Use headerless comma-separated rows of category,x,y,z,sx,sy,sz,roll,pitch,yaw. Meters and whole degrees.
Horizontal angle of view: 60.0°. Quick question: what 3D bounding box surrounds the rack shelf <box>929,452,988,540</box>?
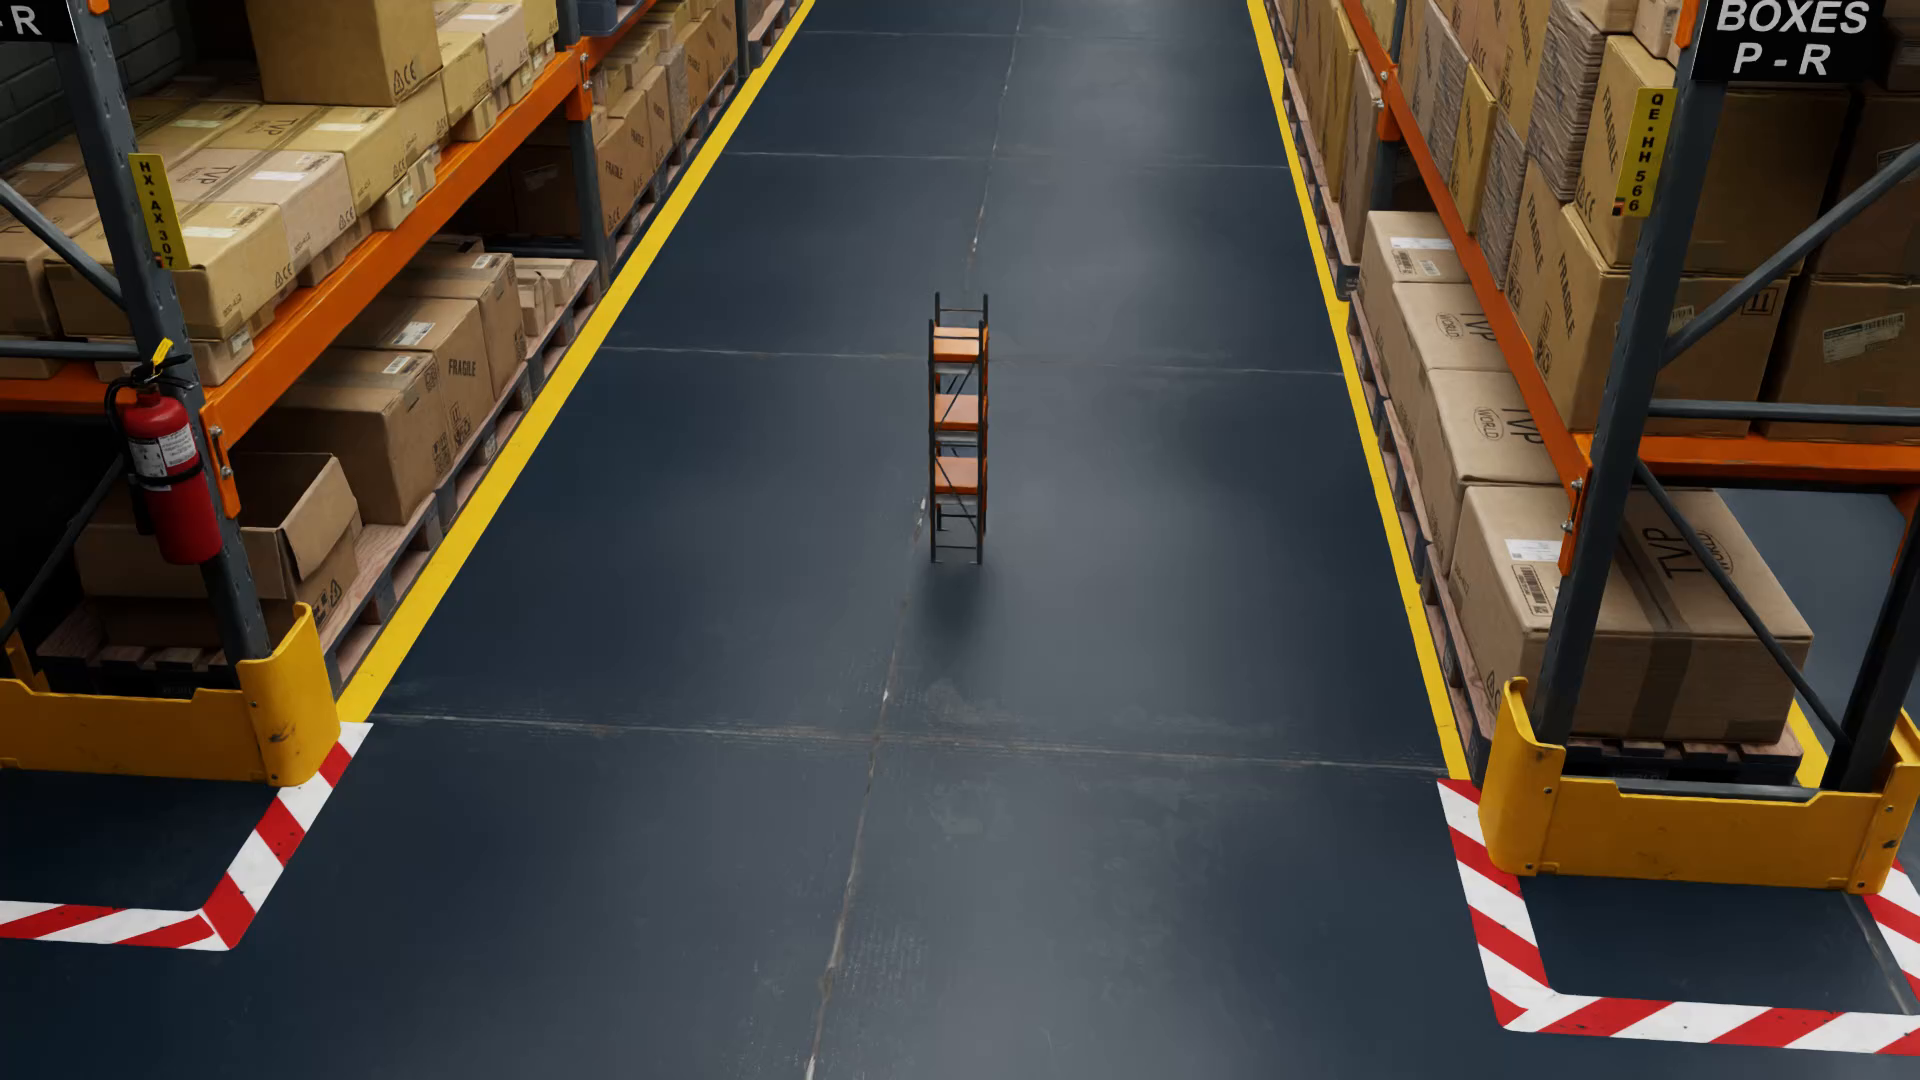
rack shelf,-0.004,-0.173,6.581,0.215,0.259,0.240,2,32,4

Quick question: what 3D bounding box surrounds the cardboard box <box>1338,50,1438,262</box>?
cardboard box,2.531,-2.025,8.802,0.875,0.875,0.875,3,32,6

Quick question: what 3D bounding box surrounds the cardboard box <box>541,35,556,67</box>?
cardboard box,-2.161,-2.349,7.942,0.380,0.149,0.250,3,32,5

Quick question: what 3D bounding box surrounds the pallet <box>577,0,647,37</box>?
pallet,-2.213,-2.965,8.885,1.003,0.211,1.213,2,32,4

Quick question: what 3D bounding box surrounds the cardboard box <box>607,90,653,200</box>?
cardboard box,-2.090,-2.270,9.557,0.500,0.500,0.500,2,32,3

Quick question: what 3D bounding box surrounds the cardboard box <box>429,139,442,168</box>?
cardboard box,-2.305,-1.543,6.634,0.380,0.149,0.250,2,32,4

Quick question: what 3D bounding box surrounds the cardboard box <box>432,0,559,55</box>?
cardboard box,-2.185,-2.419,7.676,0.500,0.250,0.500,3,32,5

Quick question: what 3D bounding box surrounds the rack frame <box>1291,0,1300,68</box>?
rack frame,2.886,-4.515,11.217,1.000,3.000,0.127,2,32,4

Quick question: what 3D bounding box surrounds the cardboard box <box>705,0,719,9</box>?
cardboard box,-1.840,-3.702,11.263,0.380,0.149,0.250,1,32,1

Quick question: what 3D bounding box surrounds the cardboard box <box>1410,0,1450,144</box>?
cardboard box,2.216,-1.969,6.990,0.500,0.500,0.500,3,32,4

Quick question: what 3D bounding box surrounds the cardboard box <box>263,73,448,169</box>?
cardboard box,-2.308,-1.627,6.391,0.500,0.250,0.500,2,32,3

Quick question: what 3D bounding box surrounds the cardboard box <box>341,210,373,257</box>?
cardboard box,-2.353,-1.137,5.976,0.380,0.149,0.250,3,32,5

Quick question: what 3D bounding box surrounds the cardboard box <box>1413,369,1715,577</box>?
cardboard box,2.255,-0.248,6.335,0.875,0.438,0.875,3,32,5

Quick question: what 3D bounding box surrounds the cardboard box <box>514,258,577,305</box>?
cardboard box,-2.140,-1.294,8.308,0.380,0.149,0.250,2,32,2

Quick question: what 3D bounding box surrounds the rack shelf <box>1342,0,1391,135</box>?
rack shelf,2.723,-3.163,9.709,1.077,0.370,4.000,2,32,4

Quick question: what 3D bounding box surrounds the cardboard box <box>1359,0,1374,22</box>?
cardboard box,2.388,-2.871,8.692,0.500,0.250,0.500,2,32,3

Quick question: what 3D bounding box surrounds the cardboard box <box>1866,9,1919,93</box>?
cardboard box,2.540,-1.250,4.252,0.380,0.149,0.250,3,32,5

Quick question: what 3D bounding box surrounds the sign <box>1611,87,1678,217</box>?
sign,1.695,-0.956,4.112,0.100,0.325,0.005,2,32,4

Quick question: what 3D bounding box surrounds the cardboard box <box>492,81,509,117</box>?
cardboard box,-2.206,-1.939,7.276,0.380,0.149,0.250,3,32,5

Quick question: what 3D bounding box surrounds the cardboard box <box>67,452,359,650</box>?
cardboard box,-2.568,0.027,5.827,0.797,0.503,0.637,1,32,2

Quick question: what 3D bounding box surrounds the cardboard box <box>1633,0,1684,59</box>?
cardboard box,2.061,-1.406,4.506,0.380,0.149,0.250,3,32,5

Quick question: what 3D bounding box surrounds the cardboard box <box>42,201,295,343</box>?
cardboard box,-2.407,-0.830,5.097,0.500,0.250,0.500,3,32,4

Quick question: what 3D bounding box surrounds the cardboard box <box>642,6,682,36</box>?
cardboard box,-1.992,-3.300,10.610,0.380,0.149,0.250,2,32,3

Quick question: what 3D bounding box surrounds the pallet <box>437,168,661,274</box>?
pallet,-2.358,-1.873,9.588,1.003,0.211,1.213,2,32,4

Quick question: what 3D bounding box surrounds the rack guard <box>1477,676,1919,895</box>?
rack guard,2.233,0.745,5.064,1.175,0.500,0.348,2,32,4

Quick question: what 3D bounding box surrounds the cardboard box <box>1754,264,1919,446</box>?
cardboard box,2.560,-0.613,4.790,0.500,0.500,0.500,2,32,4

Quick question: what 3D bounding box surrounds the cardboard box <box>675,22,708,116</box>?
cardboard box,-1.973,-3.074,10.862,0.500,0.500,0.500,4,32,6

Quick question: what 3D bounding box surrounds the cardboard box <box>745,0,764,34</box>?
cardboard box,-1.997,-4.218,12.599,0.875,0.625,0.625,3,32,6

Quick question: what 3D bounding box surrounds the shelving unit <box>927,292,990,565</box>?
shelving unit,-0.004,-0.419,6.429,0.215,1.050,0.252,2,32,4

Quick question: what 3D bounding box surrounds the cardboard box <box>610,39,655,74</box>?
cardboard box,-2.049,-2.886,9.937,0.380,0.149,0.250,4,32,6

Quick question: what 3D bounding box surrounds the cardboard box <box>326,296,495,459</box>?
cardboard box,-2.317,-0.690,6.992,0.500,0.500,0.500,3,32,5

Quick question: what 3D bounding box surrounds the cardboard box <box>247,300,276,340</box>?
cardboard box,-2.438,-0.730,5.315,0.380,0.149,0.250,3,32,5

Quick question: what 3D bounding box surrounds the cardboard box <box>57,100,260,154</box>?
cardboard box,-2.851,-1.385,5.997,0.500,0.250,0.500,3,32,6

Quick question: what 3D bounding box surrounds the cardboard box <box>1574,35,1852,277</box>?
cardboard box,2.037,-1.062,4.566,0.500,0.500,0.500,3,32,6

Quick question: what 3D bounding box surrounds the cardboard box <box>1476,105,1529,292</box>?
cardboard box,2.098,-1.169,5.692,0.500,0.500,0.500,3,32,5

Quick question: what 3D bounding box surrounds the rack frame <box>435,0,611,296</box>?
rack frame,-2.387,-2.633,8.164,1.000,3.000,0.127,2,32,4

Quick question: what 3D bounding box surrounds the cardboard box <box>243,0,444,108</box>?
cardboard box,-2.285,-1.934,6.173,0.500,0.500,0.500,3,32,5

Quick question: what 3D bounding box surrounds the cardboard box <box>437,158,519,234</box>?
cardboard box,-2.642,-2.017,9.146,0.500,0.500,0.500,2,32,4

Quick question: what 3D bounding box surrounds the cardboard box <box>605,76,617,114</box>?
cardboard box,-2.138,-2.483,9.284,0.380,0.149,0.250,1,32,1

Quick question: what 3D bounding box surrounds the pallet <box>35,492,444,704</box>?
pallet,-2.642,0.189,6.242,1.003,0.211,1.213,2,32,4

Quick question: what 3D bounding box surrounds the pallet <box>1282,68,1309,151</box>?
pallet,2.747,-2.919,11.285,1.003,0.211,1.213,2,32,4

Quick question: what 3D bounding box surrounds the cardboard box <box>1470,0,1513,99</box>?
cardboard box,2.137,-1.858,5.857,0.500,0.500,0.500,2,32,4

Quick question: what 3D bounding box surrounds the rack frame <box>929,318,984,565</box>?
rack frame,-0.014,-0.355,6.326,0.200,1.050,0.008,2,32,4

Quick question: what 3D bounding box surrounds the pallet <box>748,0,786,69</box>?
pallet,-1.955,-3.967,12.985,1.003,0.211,1.213,2,32,4

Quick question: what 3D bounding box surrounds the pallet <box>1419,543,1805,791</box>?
pallet,2.222,0.434,5.844,1.003,0.211,1.213,2,32,4

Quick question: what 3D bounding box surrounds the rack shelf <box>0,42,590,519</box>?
rack shelf,-2.550,-1.281,6.656,1.077,0.370,4.000,2,32,4

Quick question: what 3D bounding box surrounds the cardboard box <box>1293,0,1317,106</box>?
cardboard box,2.747,-3.431,11.084,0.875,0.875,0.875,2,32,4
